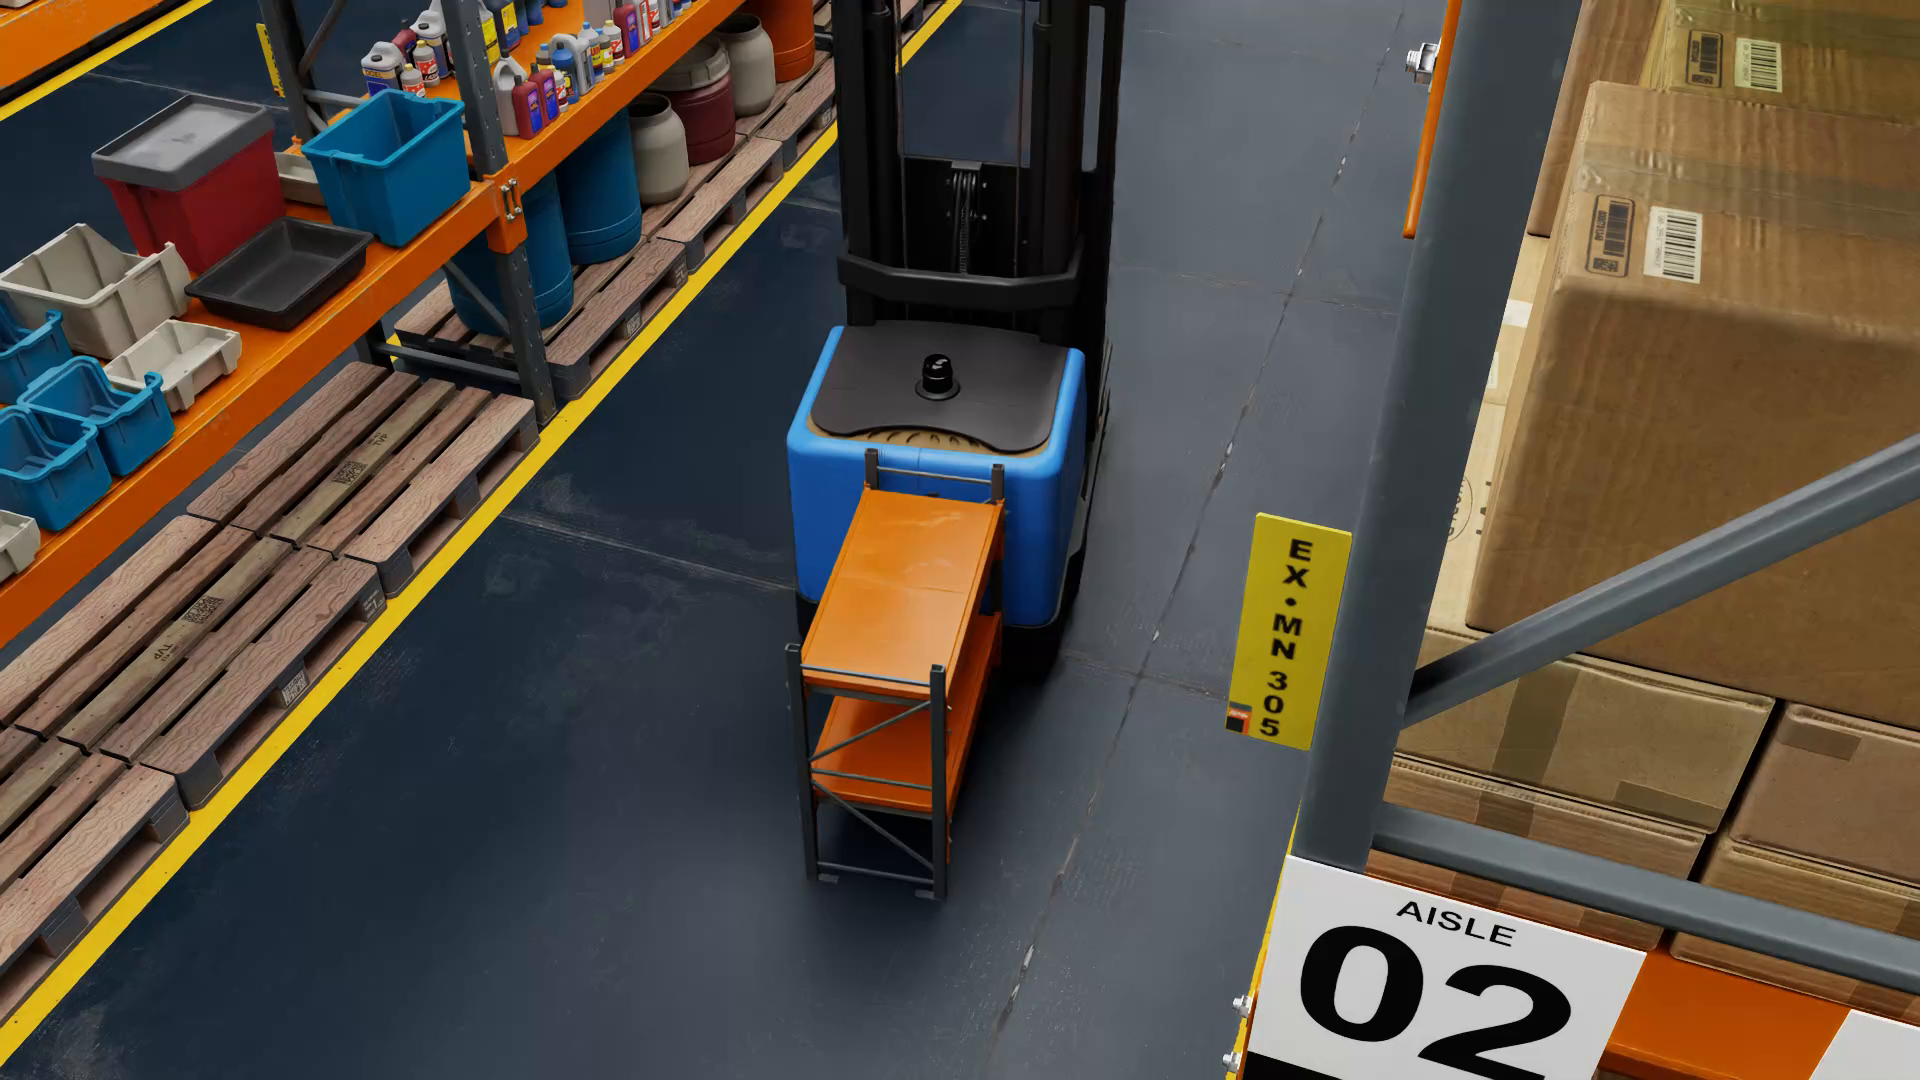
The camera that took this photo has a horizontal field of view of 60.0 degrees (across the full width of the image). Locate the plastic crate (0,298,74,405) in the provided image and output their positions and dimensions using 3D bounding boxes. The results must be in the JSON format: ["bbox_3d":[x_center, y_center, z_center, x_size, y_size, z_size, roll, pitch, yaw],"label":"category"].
[{"bbox_3d":[-3.322,-0.650,5.783,0.416,0.233,0.300,13,42,15],"label":"plastic crate"}]

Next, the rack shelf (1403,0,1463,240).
[{"bbox_3d":[1.554,-1.507,2.640,1.077,0.370,4.000,13,42,15],"label":"rack shelf"}]

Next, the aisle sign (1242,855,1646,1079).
[{"bbox_3d":[0.559,0.705,2.110,0.394,0.787,0.004,13,42,15],"label":"aisle sign"}]

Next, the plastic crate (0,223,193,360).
[{"bbox_3d":[-3.111,-0.908,6.049,0.437,0.282,0.530,13,42,15],"label":"plastic crate"}]

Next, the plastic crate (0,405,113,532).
[{"bbox_3d":[-2.939,-0.221,5.281,0.416,0.233,0.300,13,42,15],"label":"plastic crate"}]

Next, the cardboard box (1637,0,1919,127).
[{"bbox_3d":[1.281,-0.442,2.299,0.700,0.500,0.500,13,42,15],"label":"cardboard box"}]

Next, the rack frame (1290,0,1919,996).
[{"bbox_3d":[0.870,-0.562,0.975,1.000,3.000,0.127,13,42,15],"label":"rack frame"}]

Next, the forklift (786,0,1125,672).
[{"bbox_3d":[0.106,-1.555,6.815,1.130,2.935,3.031,6,41,7],"label":"forklift"}]

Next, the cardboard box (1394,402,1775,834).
[{"bbox_3d":[0.806,0.076,2.269,0.500,0.250,0.500,13,42,15],"label":"cardboard box"}]

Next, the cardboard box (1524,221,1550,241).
[{"bbox_3d":[1.151,-0.533,2.983,0.500,0.250,0.500,13,42,15],"label":"cardboard box"}]

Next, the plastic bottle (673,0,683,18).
[{"bbox_3d":[-1.438,-2.741,8.250,0.097,0.271,0.097,0,40,0],"label":"plastic bottle"}]

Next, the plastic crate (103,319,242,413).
[{"bbox_3d":[-2.728,-0.615,5.816,0.293,0.136,0.466,13,42,15],"label":"plastic crate"}]

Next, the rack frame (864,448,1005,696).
[{"bbox_3d":[-0.090,0.141,6.218,0.500,1.125,0.032,7,41,9],"label":"rack frame"}]

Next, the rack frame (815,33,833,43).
[{"bbox_3d":[-1.048,-4.261,9.933,1.000,3.000,0.127,13,42,15],"label":"rack frame"}]

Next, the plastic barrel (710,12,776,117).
[{"bbox_3d":[-1.308,-2.808,9.823,0.421,0.512,0.421,0,40,0],"label":"plastic barrel"}]

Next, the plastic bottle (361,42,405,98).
[{"bbox_3d":[-2.585,-2.086,7.479,0.152,0.276,0.135,13,42,15],"label":"plastic bottle"}]

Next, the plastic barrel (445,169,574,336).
[{"bbox_3d":[-2.213,-1.510,8.003,0.600,0.901,0.708,13,42,15],"label":"plastic barrel"}]

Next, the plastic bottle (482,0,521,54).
[{"bbox_3d":[-2.210,-2.516,7.926,0.144,0.351,0.185,13,42,15],"label":"plastic bottle"}]

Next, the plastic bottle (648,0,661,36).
[{"bbox_3d":[-1.517,-2.573,8.107,0.097,0.201,0.097,0,40,0],"label":"plastic bottle"}]

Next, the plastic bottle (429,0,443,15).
[{"bbox_3d":[-2.409,-2.435,7.831,0.144,0.351,0.185,13,42,15],"label":"plastic bottle"}]

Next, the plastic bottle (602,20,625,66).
[{"bbox_3d":[-1.642,-2.350,7.846,0.097,0.201,0.097,0,40,0],"label":"plastic bottle"}]

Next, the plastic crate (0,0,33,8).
[{"bbox_3d":[-2.735,-1.761,4.783,0.437,0.282,0.530,13,42,15],"label":"plastic crate"}]

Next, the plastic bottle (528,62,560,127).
[{"bbox_3d":[-1.844,-1.987,7.358,0.061,0.283,0.133,13,42,15],"label":"plastic bottle"}]

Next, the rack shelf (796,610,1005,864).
[{"bbox_3d":[-0.191,0.651,5.997,0.538,0.278,1.000,7,41,9],"label":"rack shelf"}]

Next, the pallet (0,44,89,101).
[{"bbox_3d":[-6.461,-3.093,10.713,1.003,0.211,1.213,13,42,15],"label":"pallet"}]

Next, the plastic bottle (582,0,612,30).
[{"bbox_3d":[-1.726,-2.570,8.047,0.152,0.276,0.135,13,42,15],"label":"plastic bottle"}]

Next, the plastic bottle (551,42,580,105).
[{"bbox_3d":[-1.788,-2.116,7.518,0.097,0.271,0.097,0,40,0],"label":"plastic bottle"}]

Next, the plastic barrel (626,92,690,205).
[{"bbox_3d":[-1.694,-2.119,9.016,0.421,0.512,0.421,0,40,0],"label":"plastic barrel"}]

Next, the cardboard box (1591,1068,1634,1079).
[{"bbox_3d":[1.270,1.090,2.814,0.500,0.500,0.500,15,43,16],"label":"cardboard box"}]

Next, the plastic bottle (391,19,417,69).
[{"bbox_3d":[-2.548,-2.240,7.654,0.061,0.283,0.133,13,42,15],"label":"plastic bottle"}]

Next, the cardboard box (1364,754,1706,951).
[{"bbox_3d":[0.798,0.264,2.433,0.500,0.250,0.500,13,42,15],"label":"cardboard box"}]

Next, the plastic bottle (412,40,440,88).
[{"bbox_3d":[-2.468,-2.202,7.673,0.097,0.201,0.097,0,40,0],"label":"plastic bottle"}]

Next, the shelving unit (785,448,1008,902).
[{"bbox_3d":[-0.191,0.465,5.839,0.538,1.125,1.048,7,41,9],"label":"shelving unit"}]

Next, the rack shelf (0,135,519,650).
[{"bbox_3d":[-3.099,-0.327,5.877,1.077,0.370,4.000,13,42,15],"label":"rack shelf"}]

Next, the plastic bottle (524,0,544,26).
[{"bbox_3d":[-2.118,-2.680,8.180,0.097,0.271,0.097,0,40,0],"label":"plastic bottle"}]

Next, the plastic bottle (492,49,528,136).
[{"bbox_3d":[-1.977,-1.970,7.285,0.144,0.351,0.185,13,42,15],"label":"plastic bottle"}]

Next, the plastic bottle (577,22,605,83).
[{"bbox_3d":[-1.709,-2.258,7.684,0.097,0.271,0.097,0,40,0],"label":"plastic bottle"}]

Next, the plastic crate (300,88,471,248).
[{"bbox_3d":[-2.255,-1.477,6.636,0.392,0.384,0.575,13,42,15],"label":"plastic crate"}]

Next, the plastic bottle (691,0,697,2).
[{"bbox_3d":[-1.378,-2.921,8.401,0.144,0.351,0.185,13,42,15],"label":"plastic bottle"}]

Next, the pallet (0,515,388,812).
[{"bbox_3d":[-3.046,0.444,6.567,1.003,0.211,1.213,13,42,15],"label":"pallet"}]

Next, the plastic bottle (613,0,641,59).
[{"bbox_3d":[-1.586,-2.447,7.897,0.061,0.283,0.133,13,42,15],"label":"plastic bottle"}]

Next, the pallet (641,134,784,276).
[{"bbox_3d":[-1.697,-1.968,9.394,1.003,0.211,1.213,13,42,15],"label":"pallet"}]

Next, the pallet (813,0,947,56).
[{"bbox_3d":[-0.746,-3.664,11.382,1.003,0.211,1.213,13,42,15],"label":"pallet"}]

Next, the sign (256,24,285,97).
[{"bbox_3d":[-2.932,-2.049,7.128,0.100,0.325,0.005,13,42,15],"label":"sign"}]
